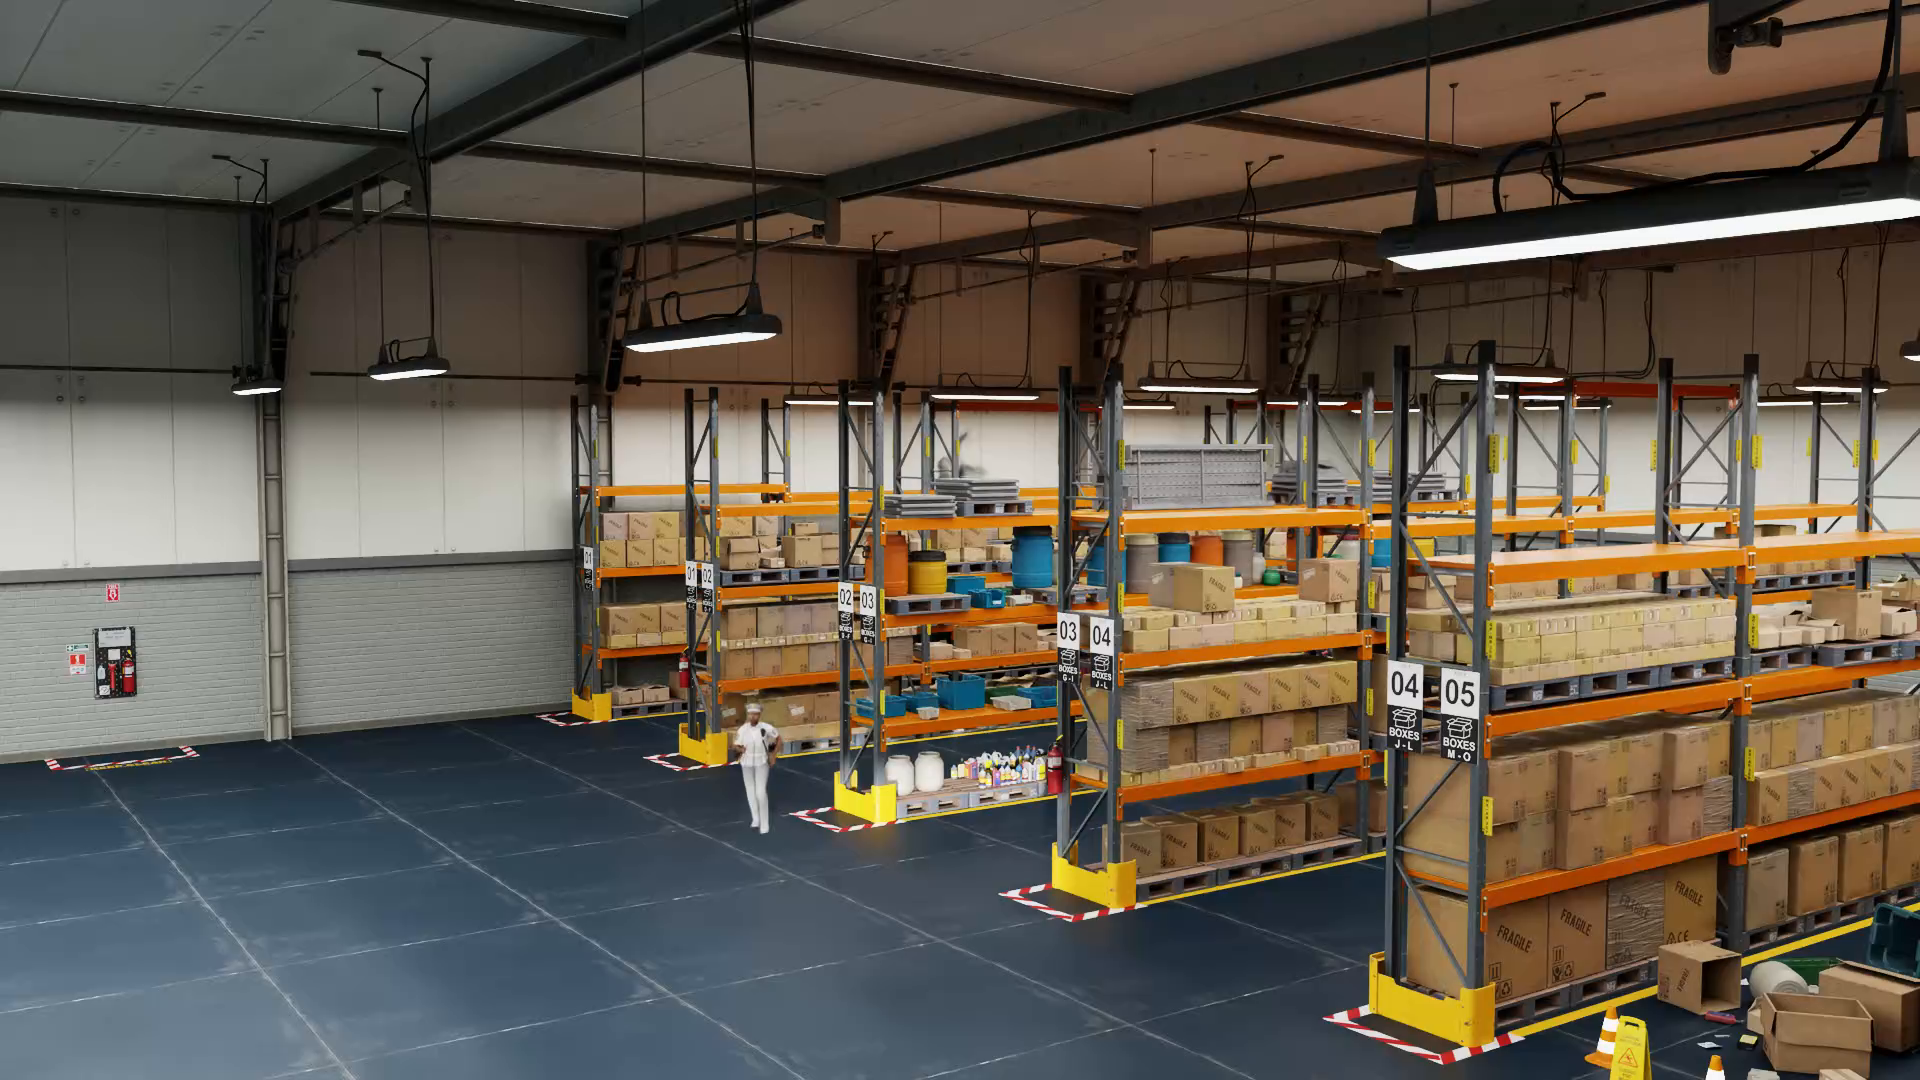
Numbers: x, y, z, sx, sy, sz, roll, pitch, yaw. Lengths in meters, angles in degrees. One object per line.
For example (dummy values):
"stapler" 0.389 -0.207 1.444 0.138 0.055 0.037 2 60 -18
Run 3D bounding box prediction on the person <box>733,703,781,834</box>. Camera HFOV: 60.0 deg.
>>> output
"person" -2.695 3.007 21.930 0.592 1.727 0.697 0 3 5
